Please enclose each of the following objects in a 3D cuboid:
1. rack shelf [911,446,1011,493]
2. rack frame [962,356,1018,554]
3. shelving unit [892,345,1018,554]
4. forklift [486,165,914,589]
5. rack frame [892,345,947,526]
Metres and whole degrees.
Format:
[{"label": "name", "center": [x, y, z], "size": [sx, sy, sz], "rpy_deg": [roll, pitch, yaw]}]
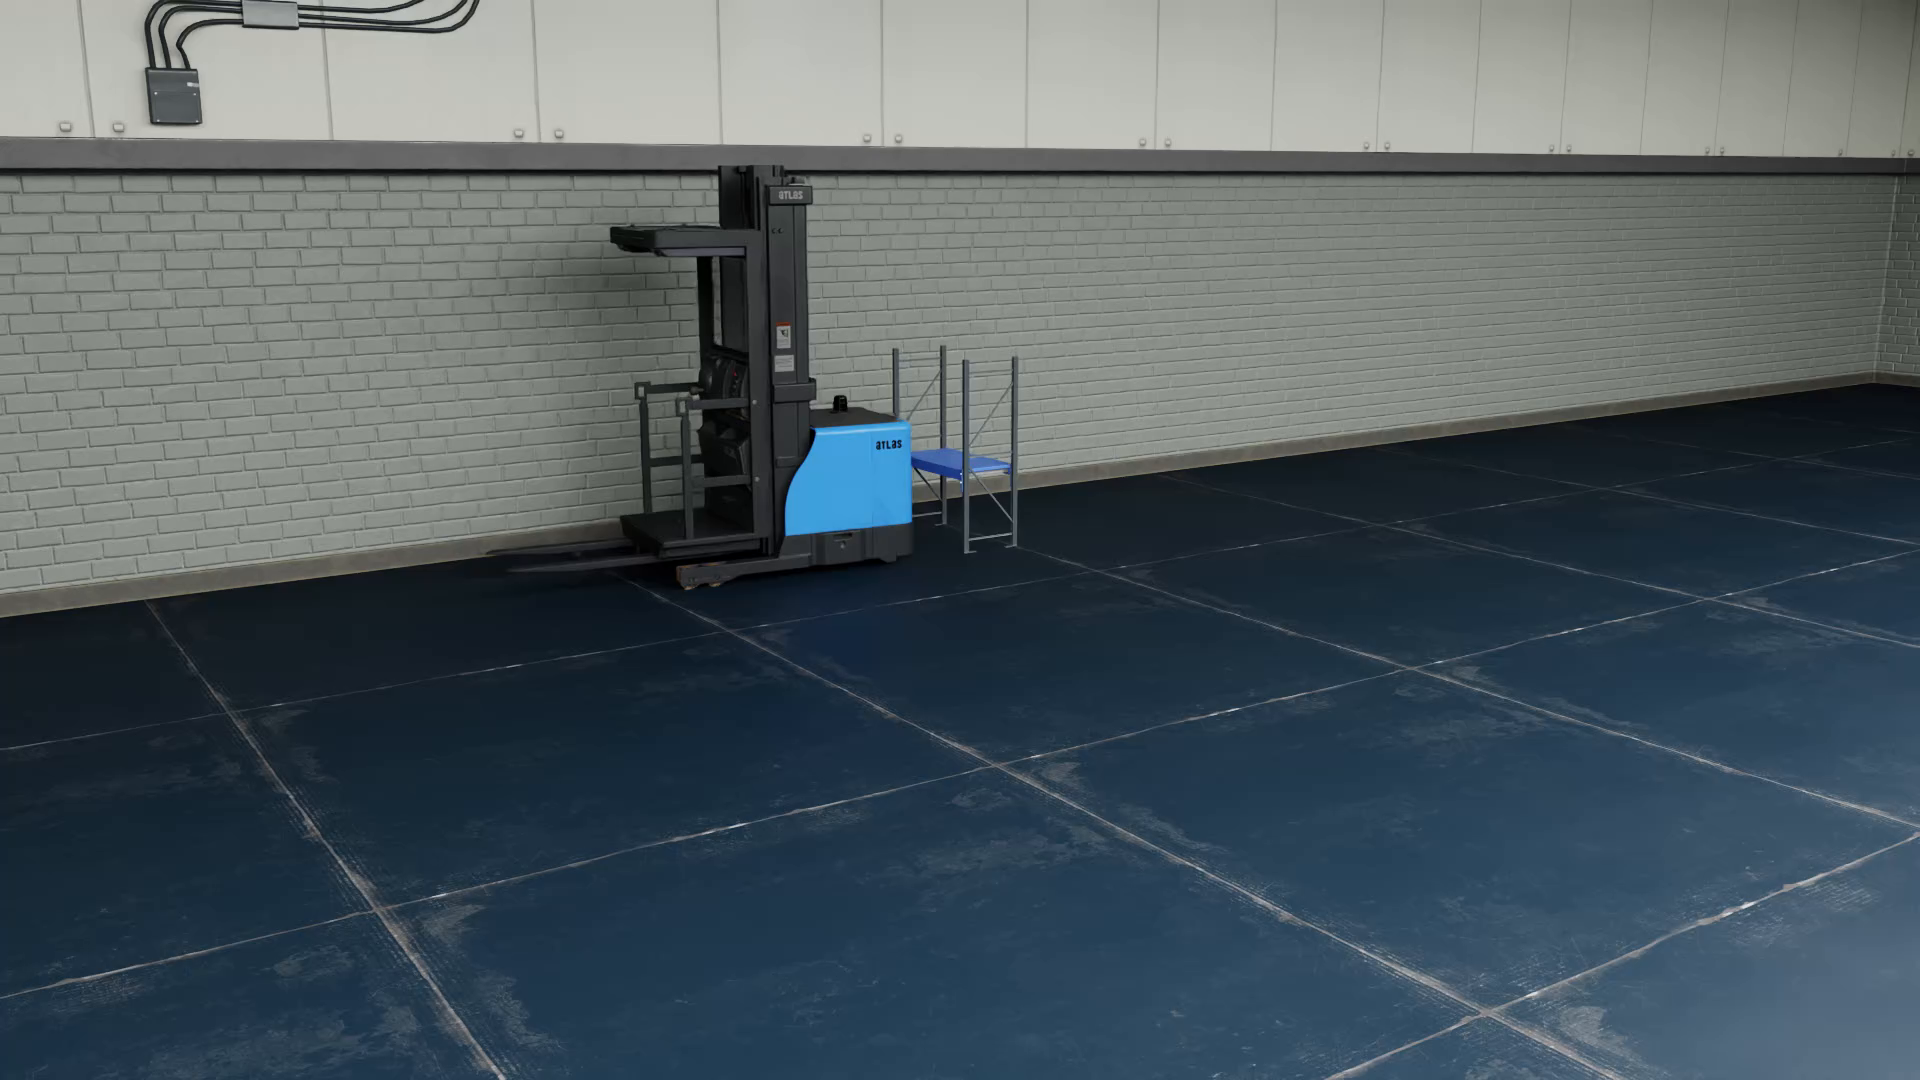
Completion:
[{"label": "rack shelf", "center": [-0.047, -0.572, 13.309], "size": [0.538, 0.185, 1.000], "rpy_deg": [-8, 15, -33]}, {"label": "rack frame", "center": [0.234, -0.657, 12.857], "size": [0.500, 1.500, 0.032], "rpy_deg": [-8, 15, -33]}, {"label": "shelving unit", "center": [-0.047, -0.748, 13.271], "size": [0.538, 1.500, 1.048], "rpy_deg": [-8, 15, -33]}, {"label": "forklift", "center": [-1.899, -1.210, 12.035], "size": [3.031, 2.935, 1.130], "rpy_deg": [-6, 14, -27]}, {"label": "rack frame", "center": [-0.329, -0.838, 13.684], "size": [0.500, 1.500, 0.032], "rpy_deg": [-8, 15, -33]}]
